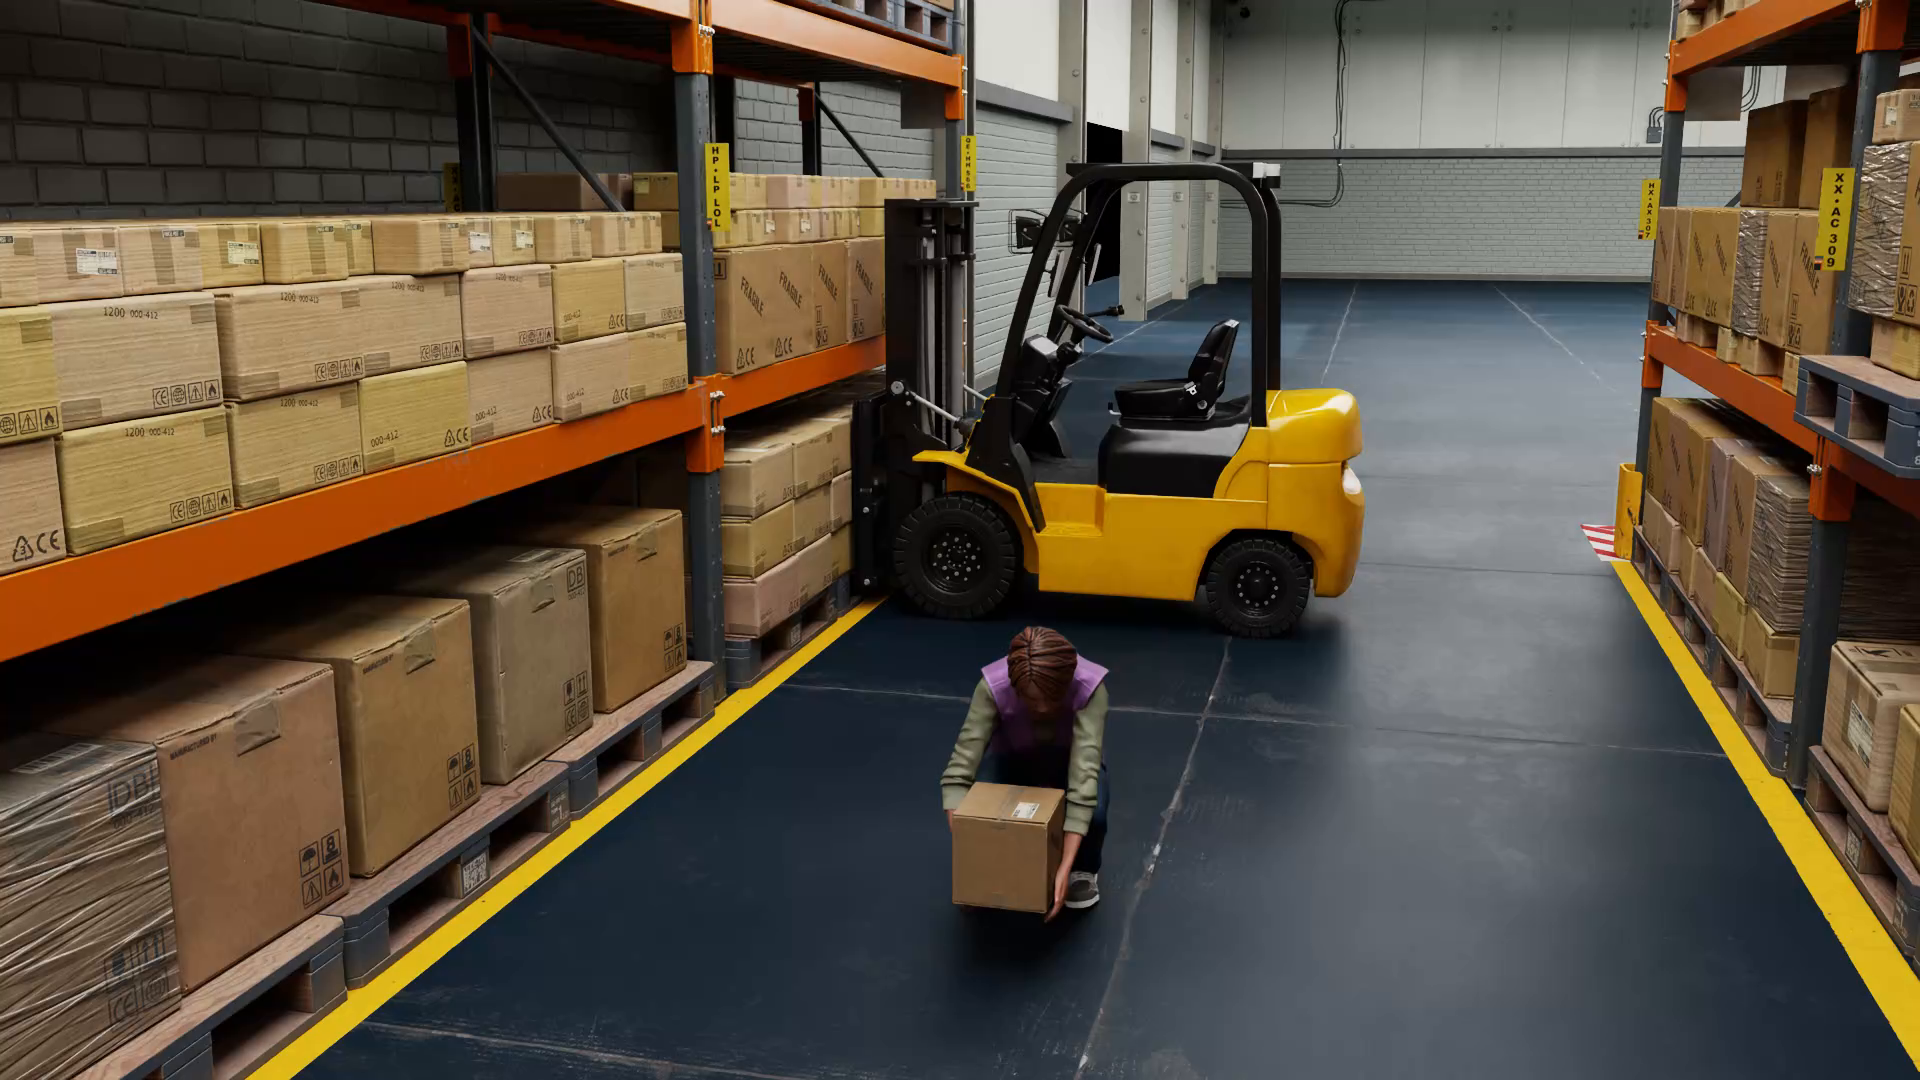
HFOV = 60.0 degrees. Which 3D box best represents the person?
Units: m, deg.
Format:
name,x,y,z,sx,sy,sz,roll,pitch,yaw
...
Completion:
name,x,y,z,sx,sy,sz,roll,pitch,yaw
person,0.210,0.630,4.692,0.451,0.895,0.807,3,12,14
